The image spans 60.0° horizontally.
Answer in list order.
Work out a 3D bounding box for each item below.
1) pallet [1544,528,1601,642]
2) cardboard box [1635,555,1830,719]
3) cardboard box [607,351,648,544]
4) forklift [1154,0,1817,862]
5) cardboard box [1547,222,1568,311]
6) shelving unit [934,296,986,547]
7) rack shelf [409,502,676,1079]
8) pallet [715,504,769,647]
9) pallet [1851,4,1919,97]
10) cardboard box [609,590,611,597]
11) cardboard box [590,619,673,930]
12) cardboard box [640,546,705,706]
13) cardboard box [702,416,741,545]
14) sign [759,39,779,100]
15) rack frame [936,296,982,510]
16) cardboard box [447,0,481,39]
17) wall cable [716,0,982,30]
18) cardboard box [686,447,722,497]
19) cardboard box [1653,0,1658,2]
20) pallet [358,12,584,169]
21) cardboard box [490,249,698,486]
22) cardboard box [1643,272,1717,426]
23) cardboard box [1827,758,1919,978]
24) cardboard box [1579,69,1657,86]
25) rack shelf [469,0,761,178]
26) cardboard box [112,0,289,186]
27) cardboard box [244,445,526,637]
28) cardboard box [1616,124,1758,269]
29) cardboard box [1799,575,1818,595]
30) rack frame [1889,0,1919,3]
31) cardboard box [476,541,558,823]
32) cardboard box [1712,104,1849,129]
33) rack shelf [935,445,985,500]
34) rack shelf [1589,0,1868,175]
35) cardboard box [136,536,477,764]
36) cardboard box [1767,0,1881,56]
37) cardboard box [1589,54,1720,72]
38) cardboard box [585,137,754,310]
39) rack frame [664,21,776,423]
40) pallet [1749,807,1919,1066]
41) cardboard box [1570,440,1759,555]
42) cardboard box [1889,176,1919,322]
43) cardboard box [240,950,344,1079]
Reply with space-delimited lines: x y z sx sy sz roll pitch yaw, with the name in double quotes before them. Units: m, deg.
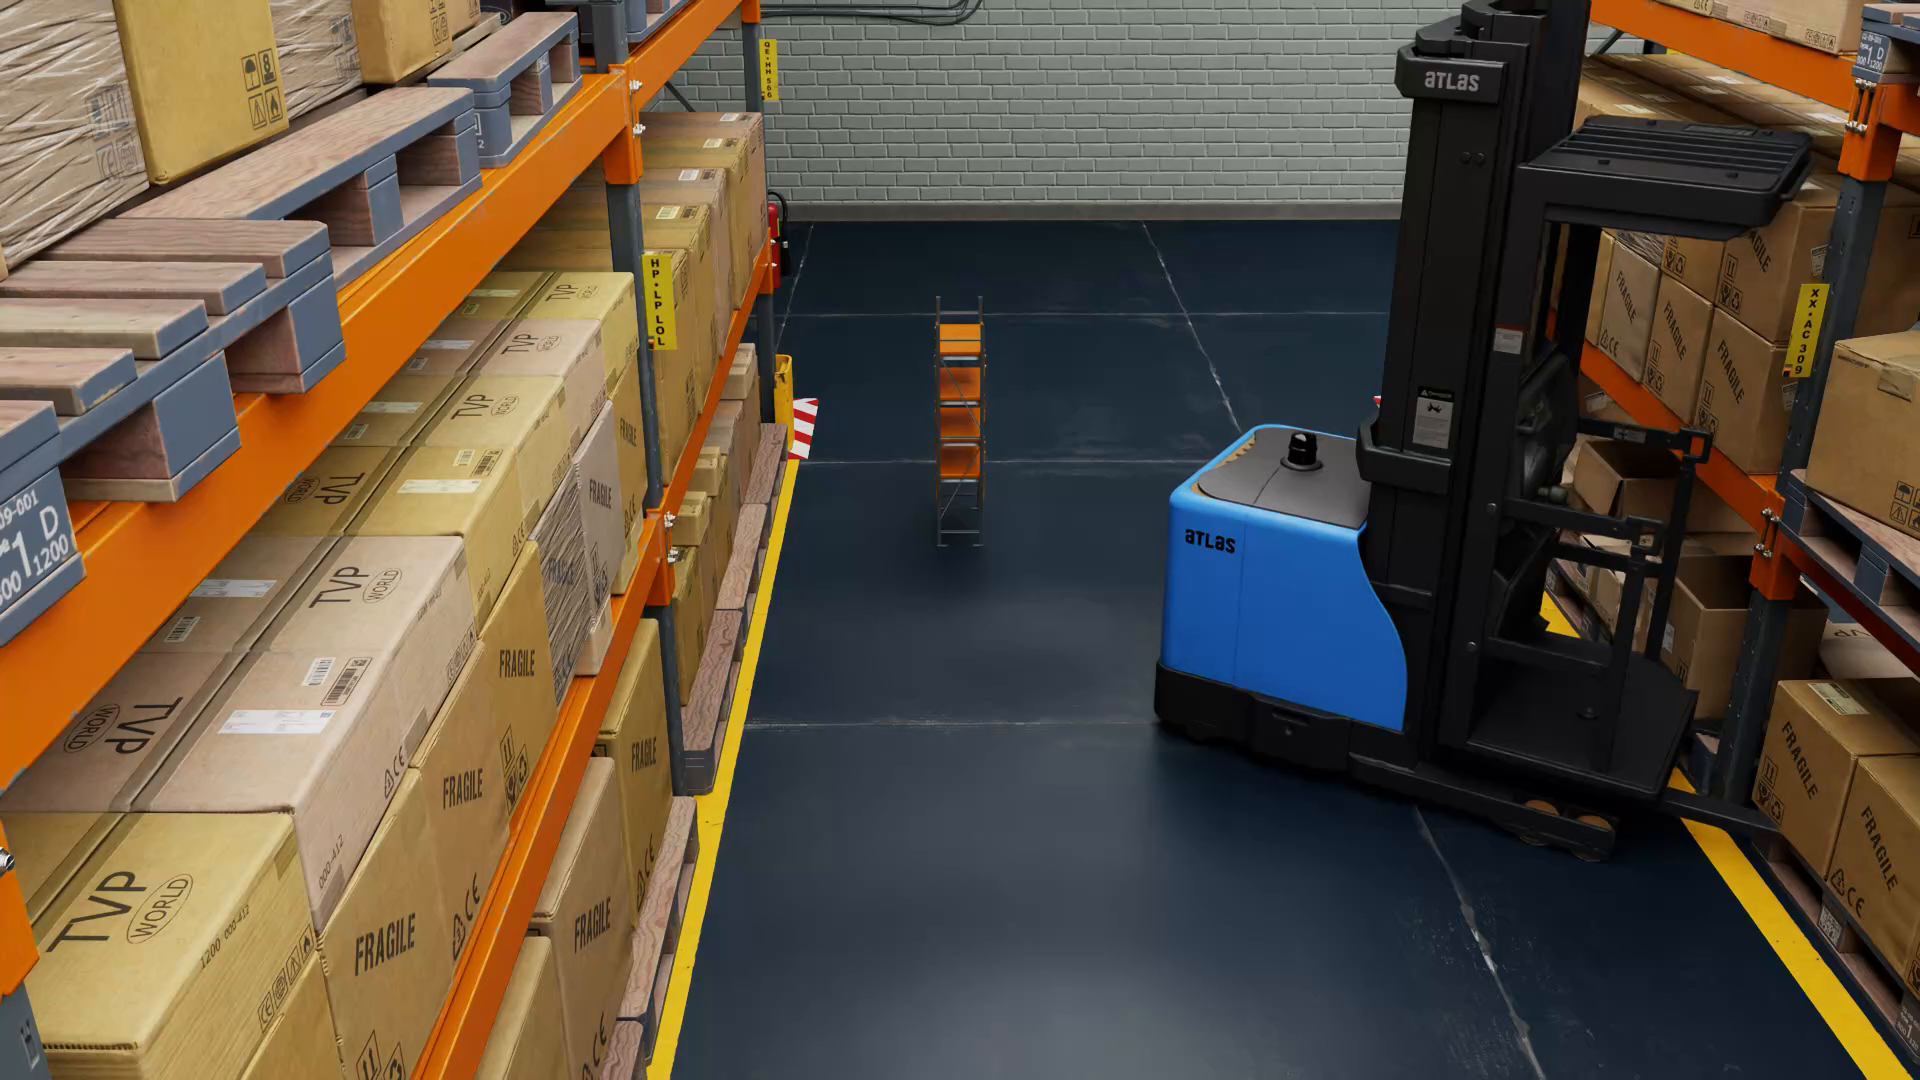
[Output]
"pallet" 3.382 0.166 8.127 1.003 0.211 1.213 0 24 -1
"cardboard box" 3.115 0.387 6.753 0.500 0.500 0.500 0 24 -1
"cardboard box" -1.291 -0.295 5.256 0.500 0.500 0.500 -1 24 -1
"forklift" 2.344 -0.401 6.080 3.031 2.935 1.130 14 28 28
"cardboard box" 3.116 -1.408 8.102 0.500 0.500 0.500 0 24 -1
"shelving unit" -0.002 -0.615 8.654 0.258 1.200 0.503 0 24 -1
"rack shelf" -1.527 0.858 4.086 1.077 0.370 4.000 0 24 -1
"pallet" -1.495 0.159 8.142 1.003 0.211 1.213 0 24 -1
"pallet" 3.342 -1.330 4.638 1.213 0.211 1.003 0 24 -1
"cardboard box" -1.278 0.160 5.036 0.380 0.149 0.250 0 24 1
"cardboard box" -1.411 0.761 5.525 0.750 0.750 0.750 0 24 0
"cardboard box" -1.454 0.345 6.871 0.700 0.500 0.500 0 24 0
"cardboard box" -1.473 -0.293 8.282 0.700 0.500 0.500 -1 24 -2
"sign" -1.049 -2.574 9.110 0.100 0.325 0.005 0 24 -1
"rack frame" -0.004 -0.715 8.876 0.240 1.200 0.015 0 24 -1
"cardboard box" -1.649 -1.544 4.228 0.700 0.500 0.500 -2 24 -3
"wall cable" -1.296 -5.593 13.965 3.097 2.526 0.112 0 24 -1
"cardboard box" -1.281 -0.308 7.527 0.380 0.149 0.250 -1 24 -2
"cardboard box" 3.124 -2.433 7.032 0.500 0.250 0.500 0 24 -1
"pallet" -1.489 -1.196 4.346 0.805 0.209 1.217 -1 24 -3
"cardboard box" -1.538 -0.654 6.193 0.980 0.700 0.700 0 24 0
"cardboard box" 3.136 -0.781 6.715 0.500 0.500 0.500 0 24 1
"cardboard box" 3.183 1.041 5.308 0.500 0.500 0.500 0 24 0
"cardboard box" 3.116 -2.068 8.347 0.500 0.500 0.500 0 24 0
"rack shelf" -1.570 -2.157 7.112 1.077 0.370 4.000 0 24 -1
"cardboard box" -1.619 -0.904 2.814 0.700 0.500 0.500 1 24 2
"cardboard box" -1.280 -0.004 3.701 0.500 0.250 0.500 -1 24 -2
"cardboard box" 3.127 -1.445 6.970 0.500 0.500 0.500 0 24 0
"cardboard box" 3.597 0.242 7.478 0.380 0.166 0.250 0 24 -1
"rack frame" 3.405 -3.051 4.576 1.000 3.000 0.127 0 24 -1
"cardboard box" -1.268 0.328 3.878 0.500 0.500 0.500 0 24 1
"cardboard box" 3.663 -1.652 7.427 0.500 0.500 0.500 0 24 1
"rack shelf" -0.002 -0.373 8.763 0.258 0.148 0.480 0 24 -1
"rack shelf" 3.383 -2.181 7.165 1.077 0.370 4.000 0 24 -1
"cardboard box" -1.268 0.207 3.236 0.500 0.250 0.500 0 24 0
"cardboard box" 3.134 -1.815 5.666 0.500 0.250 0.500 0 24 -1
"cardboard box" 3.641 -2.285 8.828 0.500 0.500 0.500 0 24 -1
"cardboard box" -1.557 -1.569 8.215 0.980 0.700 0.700 0 24 -1
"rack frame" -1.592 -1.942 9.404 1.000 3.000 0.127 0 24 -1
"pallet" 3.452 1.288 5.647 1.003 0.211 1.213 0 24 -1
"cardboard box" 3.379 -0.155 7.948 0.797 0.503 0.637 0 24 -1
"cardboard box" 3.681 -1.014 6.018 0.500 0.500 0.500 0 24 1
"cardboard box" -1.254 0.963 2.475 0.500 0.500 0.500 0 24 1
